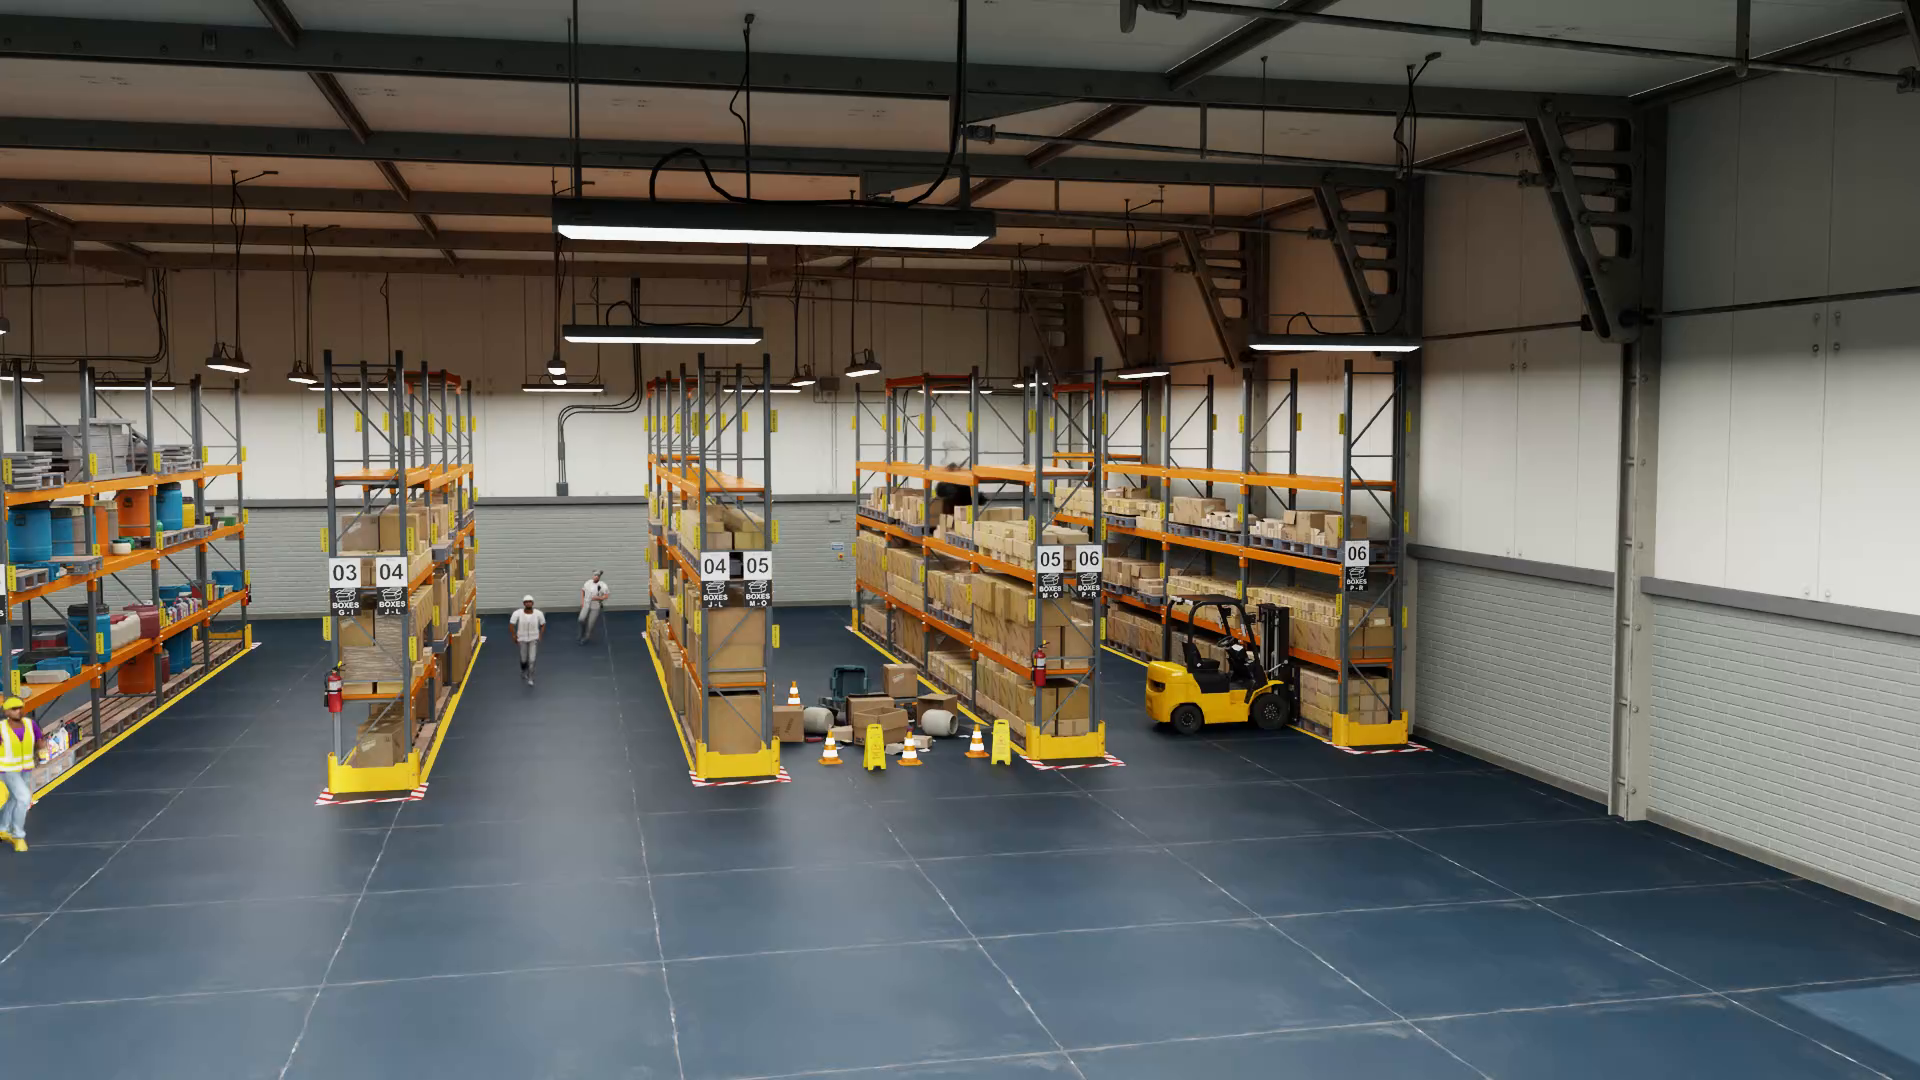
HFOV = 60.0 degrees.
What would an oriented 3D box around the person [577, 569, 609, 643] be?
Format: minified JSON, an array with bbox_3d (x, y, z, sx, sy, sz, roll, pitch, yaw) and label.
[{"bbox_3d":[-8.403,1.509,38.010,0.759,1.698,0.589,0,4,5],"label":"person"}]

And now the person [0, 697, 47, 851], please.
[{"bbox_3d":[-11.181,2.767,19.711,0.766,1.835,0.661,2,4,23],"label":"person"}]

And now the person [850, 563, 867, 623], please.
[{"bbox_3d":[-2.484,1.294,41.716,0.543,1.622,0.720,-1,4,-8],"label":"person"}]

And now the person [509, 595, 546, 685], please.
[{"bbox_3d":[-8.316,1.917,32.012,0.688,1.728,0.565,-1,4,-16],"label":"person"}]
